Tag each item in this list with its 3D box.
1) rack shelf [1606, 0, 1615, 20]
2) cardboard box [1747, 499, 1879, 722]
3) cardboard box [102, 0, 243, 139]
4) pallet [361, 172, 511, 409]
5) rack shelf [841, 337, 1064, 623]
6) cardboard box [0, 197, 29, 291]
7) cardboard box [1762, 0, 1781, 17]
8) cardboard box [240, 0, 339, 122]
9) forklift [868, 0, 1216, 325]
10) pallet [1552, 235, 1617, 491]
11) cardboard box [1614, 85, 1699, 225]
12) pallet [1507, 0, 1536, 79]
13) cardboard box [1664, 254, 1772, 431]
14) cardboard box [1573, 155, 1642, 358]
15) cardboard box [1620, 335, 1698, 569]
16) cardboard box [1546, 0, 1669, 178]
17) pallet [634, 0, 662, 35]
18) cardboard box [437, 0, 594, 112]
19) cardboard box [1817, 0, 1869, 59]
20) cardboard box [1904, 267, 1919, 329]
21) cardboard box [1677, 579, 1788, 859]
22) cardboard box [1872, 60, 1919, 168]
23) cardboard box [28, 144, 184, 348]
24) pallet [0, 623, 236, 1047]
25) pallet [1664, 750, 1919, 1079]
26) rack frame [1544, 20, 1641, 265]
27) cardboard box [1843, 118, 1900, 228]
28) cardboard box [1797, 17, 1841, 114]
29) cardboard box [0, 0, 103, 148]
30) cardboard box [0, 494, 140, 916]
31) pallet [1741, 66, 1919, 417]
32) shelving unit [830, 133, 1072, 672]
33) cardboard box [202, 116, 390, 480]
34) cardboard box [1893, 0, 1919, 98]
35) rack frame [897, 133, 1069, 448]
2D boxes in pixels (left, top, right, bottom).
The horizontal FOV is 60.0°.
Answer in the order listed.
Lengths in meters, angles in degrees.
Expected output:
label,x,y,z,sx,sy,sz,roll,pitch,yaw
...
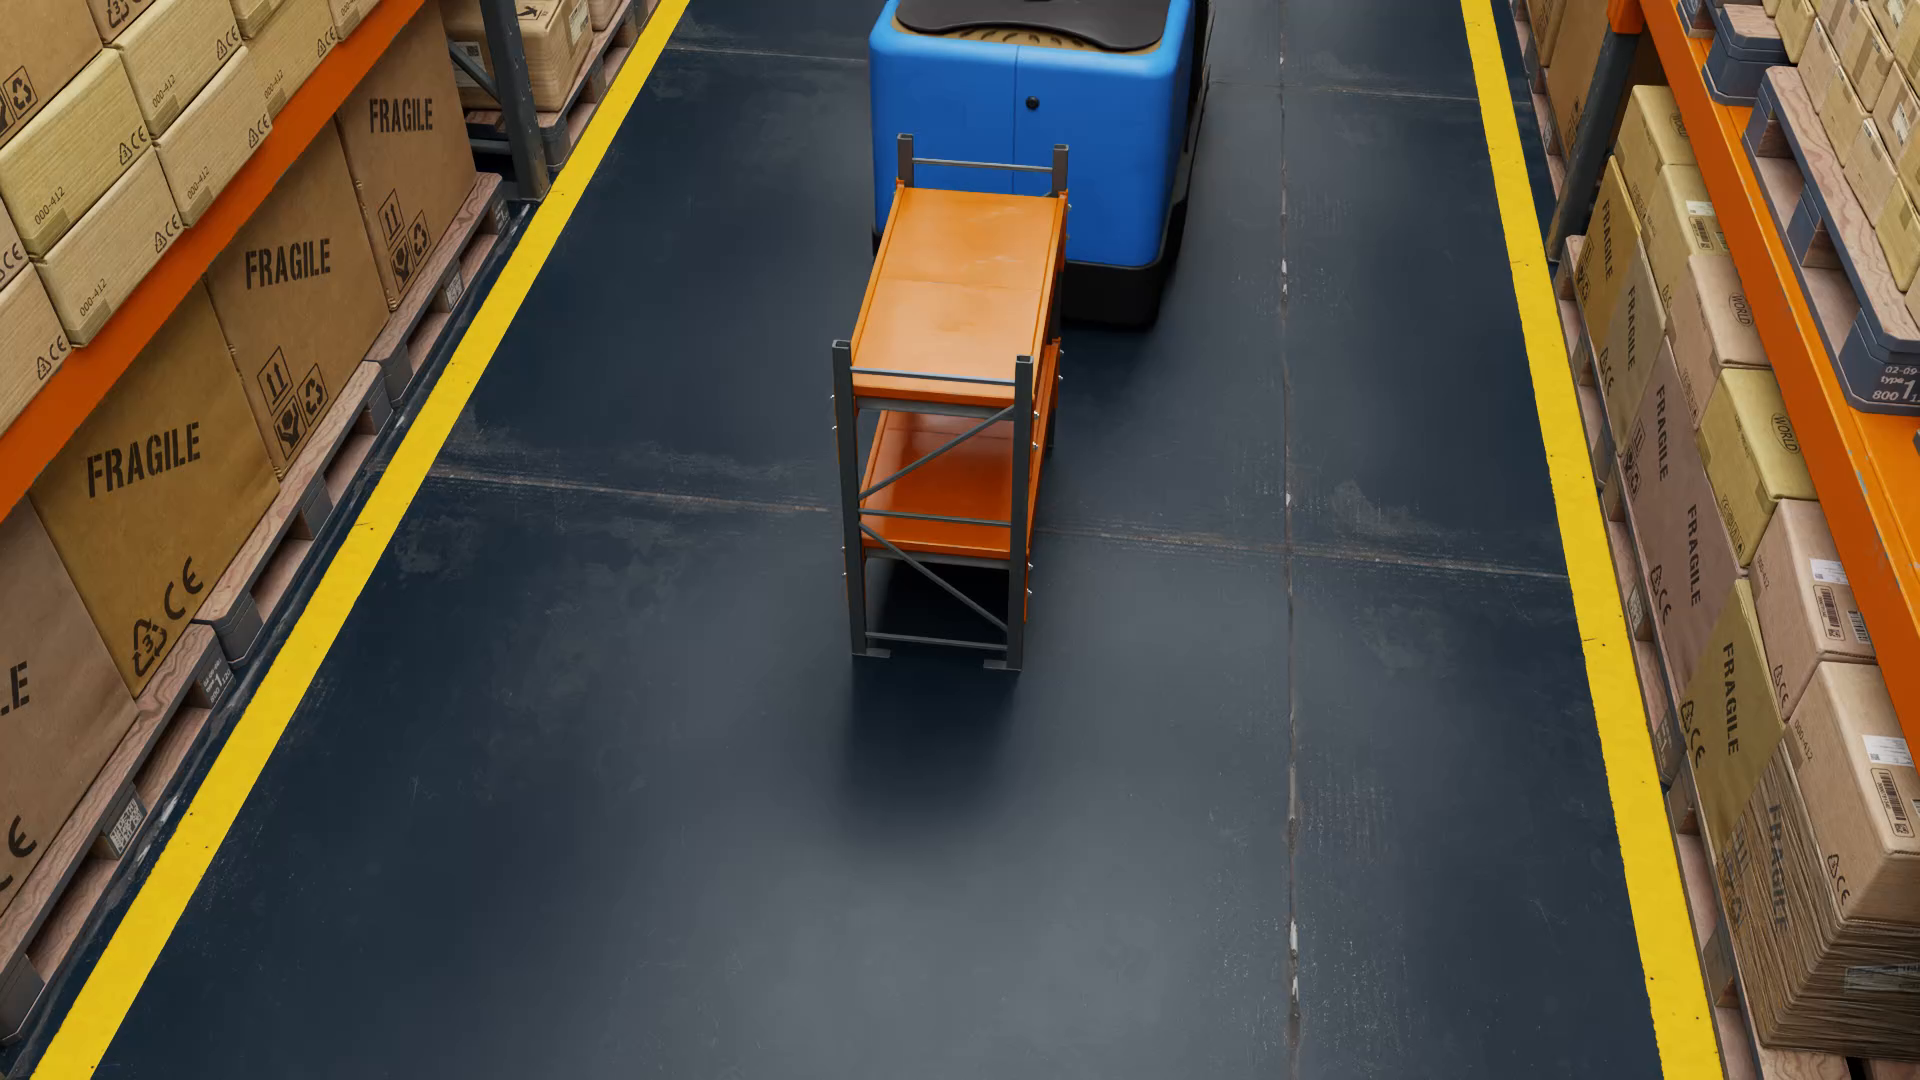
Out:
label,x,y,z,sx,sy,sz,roll,pitch,yaw
rack shelf,3.020,-3.244,7.018,1.077,0.370,4.000,5,44,6
cardboard box,2.156,0.187,3.838,0.500,0.250,0.500,7,44,7
cardboard box,-2.157,-1.243,4.126,0.500,0.250,0.500,4,44,4
pallet,-2.343,-0.980,6.132,1.003,0.211,1.213,5,44,6
rack shelf,-0.001,-0.226,5.027,0.538,0.278,1.000,5,44,6
cardboard box,-2.315,-0.556,3.401,0.500,0.250,0.500,6,44,6
cardboard box,2.425,-1.550,4.583,0.380,0.149,0.250,7,44,8
cardboard box,-2.109,-1.409,4.666,0.500,0.250,0.500,5,44,5
forklift,0.476,-2.861,6.139,1.130,2.935,3.031,8,44,8
pallet,2.651,-0.597,5.727,1.003,0.211,1.213,5,44,6
cardboard box,2.424,-1.211,5.315,0.500,0.250,0.500,3,44,4
pallet,3.098,-2.489,7.725,1.003,0.211,1.213,5,44,6
cardboard box,2.279,-0.530,4.595,0.500,0.250,0.500,6,44,6
cardboard box,2.409,-0.928,5.561,0.500,0.500,0.500,4,44,4
cardboard box,2.283,-0.235,4.829,0.500,0.500,0.500,4,44,4
cardboard box,2.925,-1.885,6.390,1.050,0.750,0.750,5,44,5
pallet,-1.896,-2.872,8.130,1.003,0.211,1.213,5,44,6
cardboard box,-2.080,-2.106,6.898,0.950,0.372,0.625,3,43,3
cardboard box,2.360,-1.291,4.093,0.380,0.149,0.250,5,44,6
cardboard box,2.216,-0.474,3.446,0.380,0.149,0.250,4,44,4
cardboard box,2.143,0.462,4.093,0.500,0.500,0.500,4,44,5
cardboard box,2.292,-0.938,3.720,0.380,0.149,0.250,7,44,7
cardboard box,-2.223,-0.719,3.937,0.500,0.250,0.500,5,44,5
pallet,-2.666,0.683,4.376,1.003,0.211,1.213,5,44,6
pallet,2.328,1.066,3.971,1.003,0.211,1.213,5,44,6
rack frame,2.755,-2.142,5.331,1.000,3.000,0.127,5,44,6
cardboard box,2.287,-0.836,3.828,0.380,0.149,0.250,4,44,4
cardboard box,2.358,-1.184,4.197,0.380,0.149,0.250,7,44,7
cardboard box,-2.242,-1.161,3.495,0.500,0.500,0.500,4,44,4
cardboard box,-2.691,0.392,3.894,0.875,0.875,0.875,6,44,7
pallet,2.534,-0.720,3.968,1.003,0.211,1.213,5,44,6
shelving unit,-0.001,-0.404,4.858,0.538,1.125,1.048,5,44,6
cardboard box,-2.460,-0.834,5.189,0.875,0.875,0.875,6,44,6
cardboard box,2.293,-1.057,3.629,0.380,0.149,0.250,5,44,5
rack frame,0.066,-0.750,5.224,0.500,1.125,0.032,5,44,6
